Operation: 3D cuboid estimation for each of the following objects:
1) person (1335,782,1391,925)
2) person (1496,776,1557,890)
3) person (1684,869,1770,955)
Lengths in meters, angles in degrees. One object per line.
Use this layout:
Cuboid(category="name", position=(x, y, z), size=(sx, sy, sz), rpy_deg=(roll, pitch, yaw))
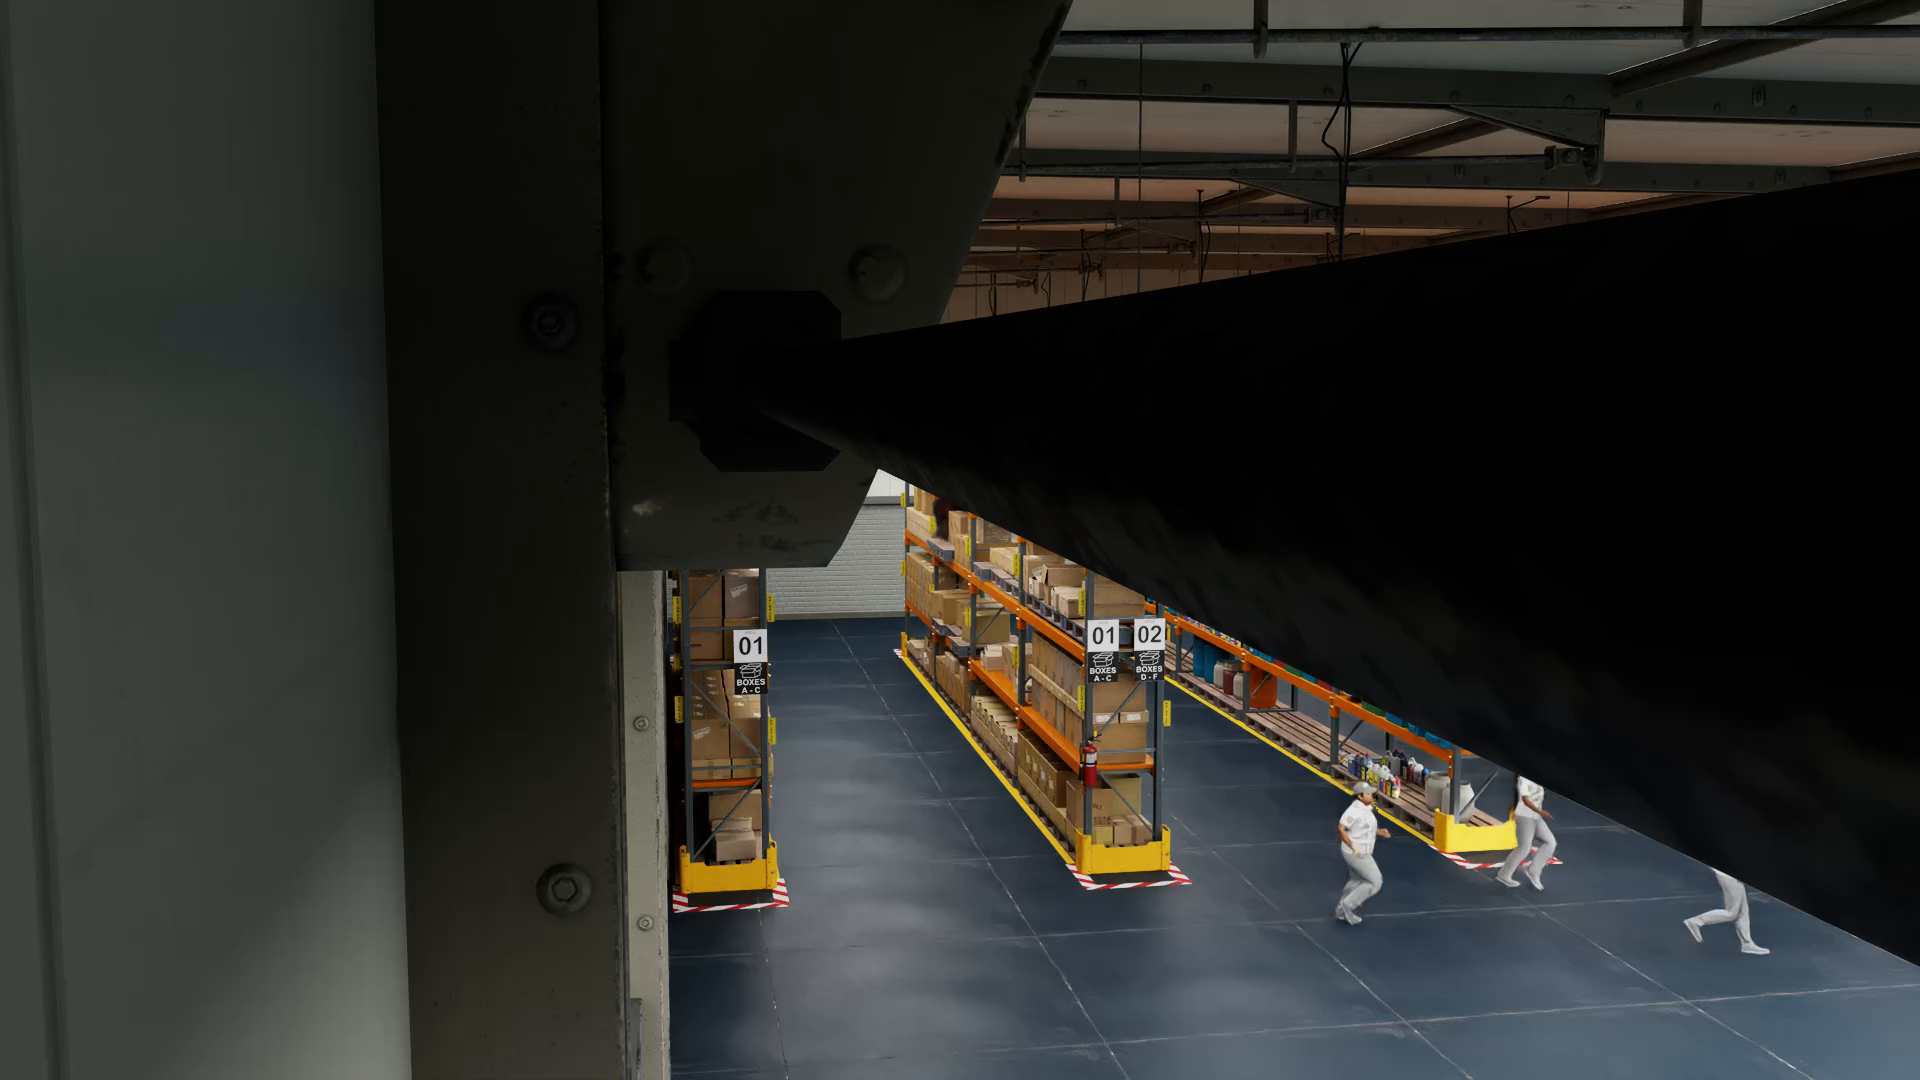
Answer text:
Cuboid(category="person", position=(4.588, 3.553, 18.929), size=(0.592, 1.633, 0.586), rpy_deg=(2, 6, 18))
Cuboid(category="person", position=(6.964, 3.409, 20.341), size=(0.653, 1.688, 0.652), rpy_deg=(3, 7, 28))
Cuboid(category="person", position=(8.278, 3.630, 17.915), size=(0.890, 1.669, 0.618), rpy_deg=(1, 6, 10))
